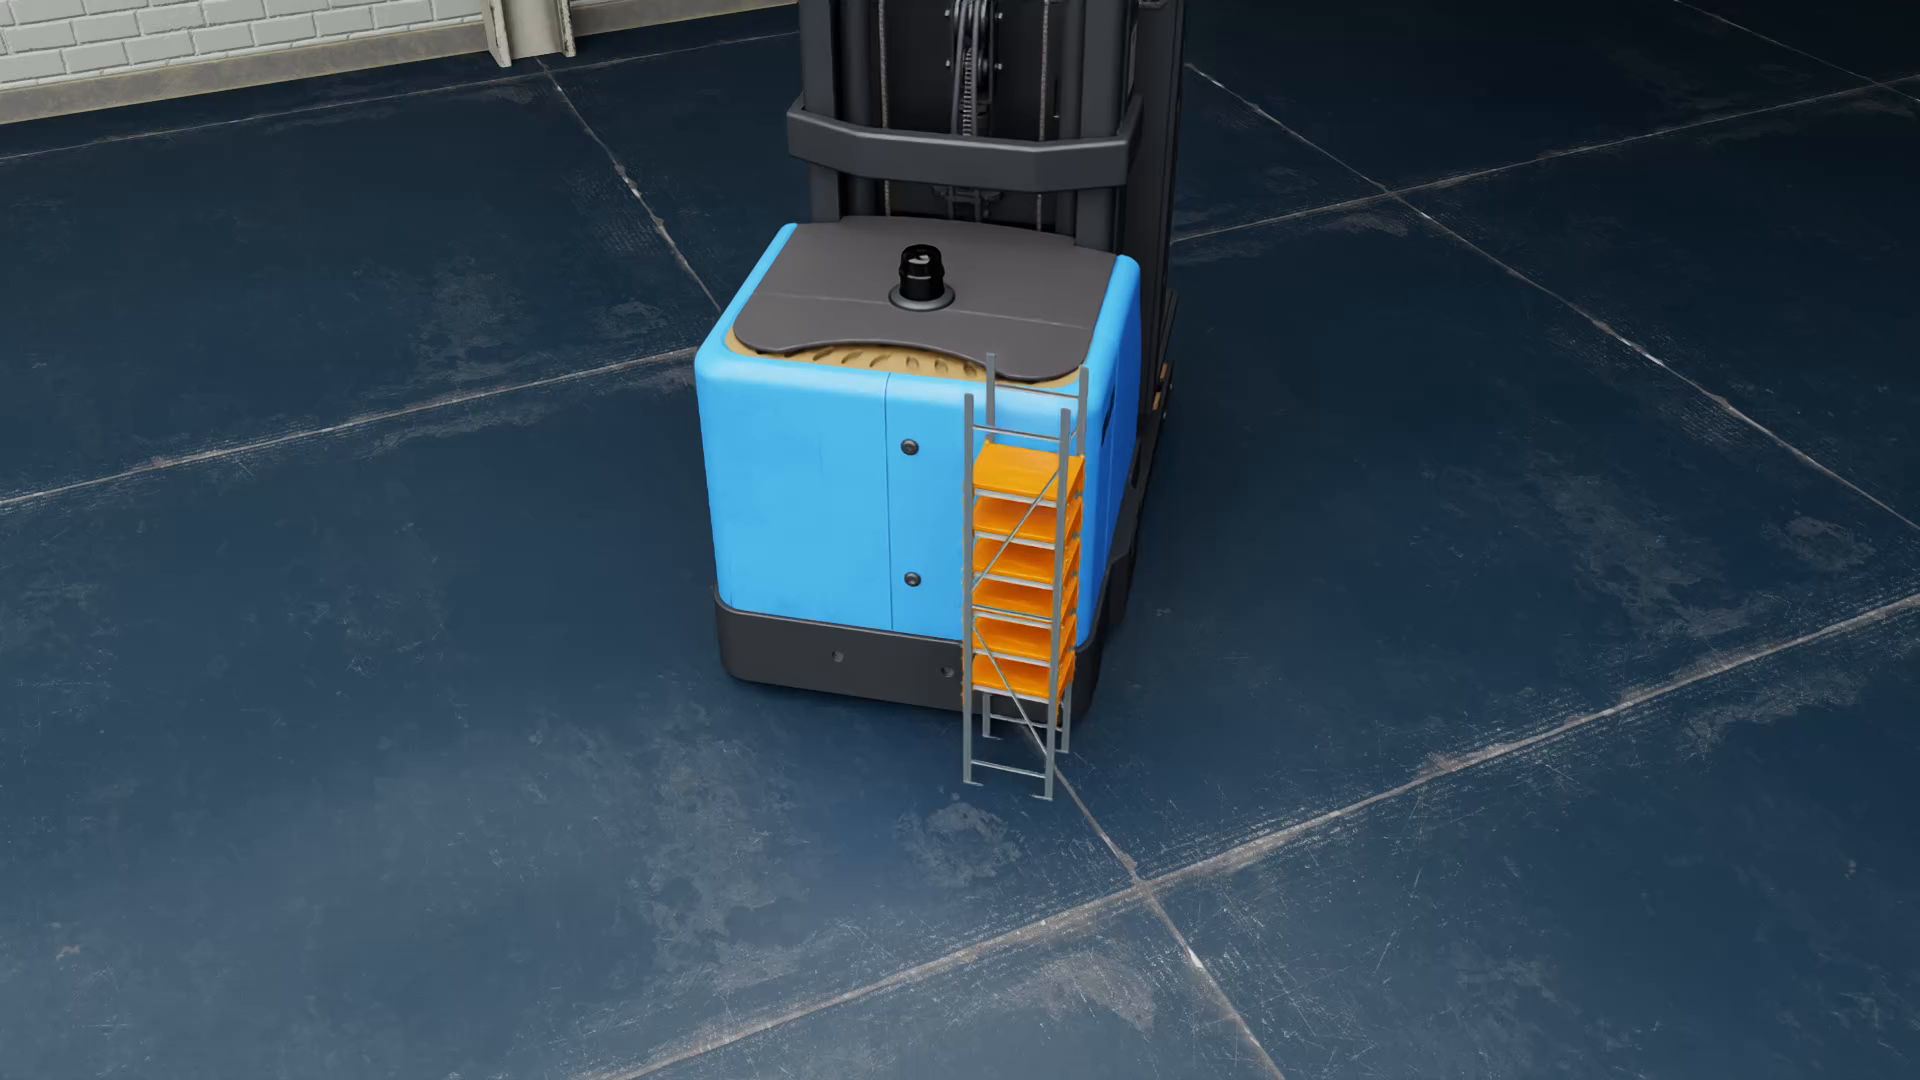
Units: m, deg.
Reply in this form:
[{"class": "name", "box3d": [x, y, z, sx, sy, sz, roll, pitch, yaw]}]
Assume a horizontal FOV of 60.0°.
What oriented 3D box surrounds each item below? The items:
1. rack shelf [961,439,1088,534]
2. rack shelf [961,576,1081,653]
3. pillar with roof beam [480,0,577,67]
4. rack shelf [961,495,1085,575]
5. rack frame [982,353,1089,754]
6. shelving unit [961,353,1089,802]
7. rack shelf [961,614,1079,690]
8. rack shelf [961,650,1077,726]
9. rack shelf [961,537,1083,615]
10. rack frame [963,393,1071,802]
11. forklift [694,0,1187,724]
[{"class": "rack shelf", "box3d": [0.151, -0.128, 3.885, 0.258, 0.103, 0.180, 10, 38, 13]}, {"class": "rack shelf", "box3d": [0.151, 0.161, 4.100, 0.258, 0.103, 0.180, 10, 38, 13]}, {"class": "pillar with roof beam", "box3d": [-0.407, -3.845, 2.880, 0.400, 9.000, 9.100, -16, 39, -20]}, {"class": "rack shelf", "box3d": [0.151, -0.031, 3.957, 0.258, 0.103, 0.180, 10, 38, 13]}, {"class": "rack frame", "box3d": [0.176, 0.073, 4.144, 0.240, 1.200, 0.006, 10, 38, 13]}, {"class": "shelving unit", "box3d": [0.151, 0.126, 4.073, 0.258, 1.200, 0.189, 10, 38, 13]}, {"class": "rack shelf", "box3d": [0.151, 0.258, 4.171, 0.258, 0.103, 0.180, 10, 38, 13]}, {"class": "rack shelf", "box3d": [0.151, 0.354, 4.243, 0.258, 0.103, 0.180, 10, 38, 13]}, {"class": "rack shelf", "box3d": [0.151, 0.065, 4.028, 0.258, 0.103, 0.180, 10, 38, 13]}, {"class": "rack frame", "box3d": [0.125, 0.178, 4.003, 0.240, 1.200, 0.006, 10, 38, 13]}, {"class": "forklift", "box3d": [0.138, -1.560, 4.892, 1.130, 2.935, 3.031, 7, 37, 10]}]
